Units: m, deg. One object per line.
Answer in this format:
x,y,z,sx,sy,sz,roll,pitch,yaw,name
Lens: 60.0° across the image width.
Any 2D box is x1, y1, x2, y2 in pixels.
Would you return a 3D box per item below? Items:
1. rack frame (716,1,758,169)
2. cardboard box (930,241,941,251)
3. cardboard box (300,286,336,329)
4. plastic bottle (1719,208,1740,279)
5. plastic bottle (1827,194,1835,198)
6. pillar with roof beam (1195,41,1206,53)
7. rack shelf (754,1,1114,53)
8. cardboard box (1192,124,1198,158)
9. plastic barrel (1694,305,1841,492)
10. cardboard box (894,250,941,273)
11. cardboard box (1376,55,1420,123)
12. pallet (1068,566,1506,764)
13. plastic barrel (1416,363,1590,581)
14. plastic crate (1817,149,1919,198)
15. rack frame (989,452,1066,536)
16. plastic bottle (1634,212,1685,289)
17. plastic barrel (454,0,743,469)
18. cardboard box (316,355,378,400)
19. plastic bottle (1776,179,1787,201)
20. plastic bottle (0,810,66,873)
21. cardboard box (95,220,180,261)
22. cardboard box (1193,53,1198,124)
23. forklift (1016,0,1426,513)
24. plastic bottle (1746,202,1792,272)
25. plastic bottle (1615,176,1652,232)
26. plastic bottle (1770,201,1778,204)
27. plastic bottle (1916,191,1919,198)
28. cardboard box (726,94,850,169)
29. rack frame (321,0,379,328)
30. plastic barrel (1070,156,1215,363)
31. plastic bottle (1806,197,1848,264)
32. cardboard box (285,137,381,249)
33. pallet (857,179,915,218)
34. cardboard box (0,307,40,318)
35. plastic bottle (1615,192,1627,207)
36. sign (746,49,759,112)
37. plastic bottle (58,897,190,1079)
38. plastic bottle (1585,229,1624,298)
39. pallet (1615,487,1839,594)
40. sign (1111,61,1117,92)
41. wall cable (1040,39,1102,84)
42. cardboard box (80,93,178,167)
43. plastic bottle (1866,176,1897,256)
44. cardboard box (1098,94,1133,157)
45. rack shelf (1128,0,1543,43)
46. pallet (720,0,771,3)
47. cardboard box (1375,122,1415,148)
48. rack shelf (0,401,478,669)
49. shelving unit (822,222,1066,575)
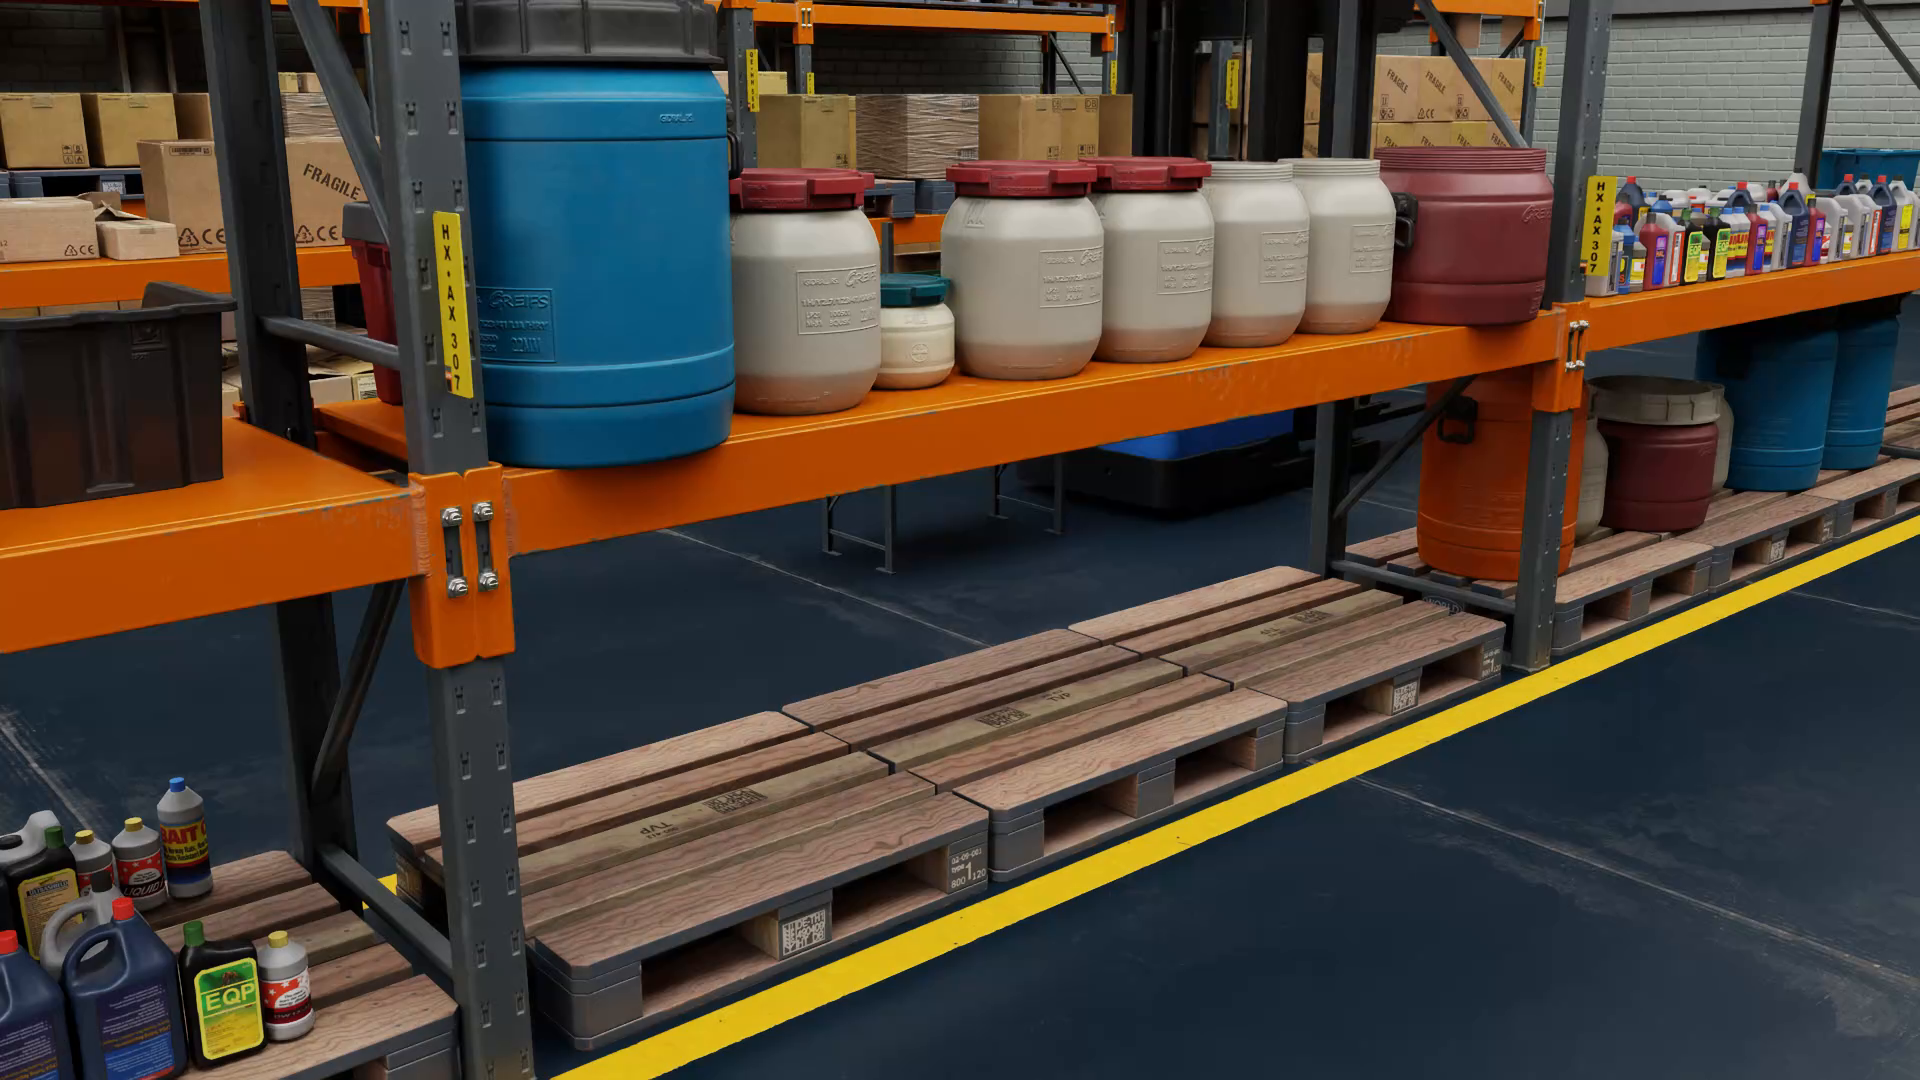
-1.490,-2.038,9.567,0.127,3.000,1.000,-13,19,-39,rack frame
-0.326,-2.952,17.019,0.500,0.500,0.700,-12,19,-38,cardboard box
-5.254,-1.874,12.946,0.500,0.500,0.700,-12,19,-39,cardboard box
3.026,-1.175,6.587,0.097,0.271,0.097,0,15,0,plastic bottle
3.939,-1.432,7.549,0.097,0.271,0.097,0,15,0,plastic bottle
5.585,-7.043,16.679,0.400,9.000,9.100,-13,19,-39,pillar with roof beam
-0.219,-5.120,16.686,4.000,0.370,1.077,-13,19,-39,rack shelf
1.736,-2.898,12.595,0.500,0.500,0.500,-12,19,-38,cardboard box
3.820,-0.731,7.926,0.708,0.901,0.600,-13,19,-39,plastic barrel
-0.130,-1.794,11.190,0.500,0.250,0.500,-13,20,-40,cardboard box
3.233,-3.534,13.037,0.500,0.500,0.500,-12,19,-38,cardboard box
1.148,0.398,5.851,1.213,0.211,1.003,-13,19,-39,pallet
2.116,-0.313,6.503,0.708,0.830,0.600,-13,19,-39,plastic barrel
4.904,-1.917,9.030,0.575,0.384,0.392,-13,19,-39,plastic crate
0.319,-0.796,7.825,0.032,1.500,0.500,-13,19,-39,rack frame
2.646,-1.102,6.302,0.135,0.276,0.152,-13,19,-39,plastic bottle
-0.769,-0.644,3.377,0.708,0.901,0.600,-13,19,-39,plastic barrel
-2.874,-0.788,8.314,0.500,0.311,0.500,-12,19,-38,cardboard box
4.219,-1.715,8.584,0.133,0.283,0.061,-13,19,-39,plastic bottle
-2.013,0.737,3.604,0.135,0.276,0.152,-12,19,-37,plastic bottle
-3.705,-1.349,7.475,0.250,0.149,0.380,-13,19,-39,cardboard box
1.739,-3.383,12.471,0.500,0.500,0.500,-13,19,-39,cardboard box
1.689,-1.857,9.023,1.130,2.935,3.031,14,21,43,forklift
3.343,-1.258,6.888,0.135,0.276,0.152,-13,19,-39,plastic bottle
3.033,-1.467,7.525,0.185,0.351,0.144,-13,19,-39,plastic bottle
3.996,-1.567,8.189,0.097,0.201,0.097,0,15,0,plastic bottle
4.691,-1.561,8.021,0.135,0.276,0.152,-13,19,-39,plastic bottle
-1.089,-2.418,9.981,0.700,0.500,0.500,8,17,28,cardboard box
-4.745,-3.002,13.175,0.127,3.000,1.000,-13,19,-39,rack frame
0.486,-0.778,4.586,0.433,0.535,0.433,0,15,0,plastic barrel
3.758,-1.351,7.237,0.135,0.276,0.152,-13,19,-39,plastic bottle
-3.143,-1.710,8.144,0.500,0.500,0.500,-13,19,-39,cardboard box
-1.025,-2.074,10.072,1.003,0.211,1.213,-13,19,-39,pallet
-6.861,-1.554,11.747,0.500,0.500,0.700,-13,20,-40,cardboard box
2.926,-1.404,7.419,0.133,0.283,0.061,-13,19,-39,plastic bottle
-1.124,-2.490,9.015,0.005,0.325,0.100,-13,19,-39,sign
-1.556,0.837,3.084,0.185,0.351,0.144,-13,20,-41,plastic bottle
2.297,-1.023,6.009,0.135,0.276,0.152,-13,19,-39,plastic bottle
3.246,-0.073,7.614,1.213,0.211,1.003,-13,19,-39,pallet
1.636,-4.923,17.664,0.005,0.325,0.100,-13,19,-39,sign
1.635,-5.249,19.619,1.851,1.984,0.084,-13,19,-39,wall cable
-6.018,-2.965,11.993,0.500,0.500,0.700,-13,19,-39,cardboard box
4.158,-1.476,7.559,0.185,0.351,0.144,-13,19,-39,plastic bottle
1.023,-2.930,11.899,0.700,0.500,0.500,8,17,28,cardboard box
3.036,-4.156,13.078,4.000,0.370,1.077,-13,19,-39,rack shelf
-2.387,-4.871,14.732,1.217,0.209,0.805,-14,20,-42,pallet
3.236,-3.055,13.181,0.500,0.500,0.500,-13,20,-40,cardboard box
-2.768,0.291,2.242,4.000,0.370,1.077,-13,19,-39,rack shelf
-0.064,-0.710,7.502,1.048,1.500,0.538,-13,19,-39,shelving unit
